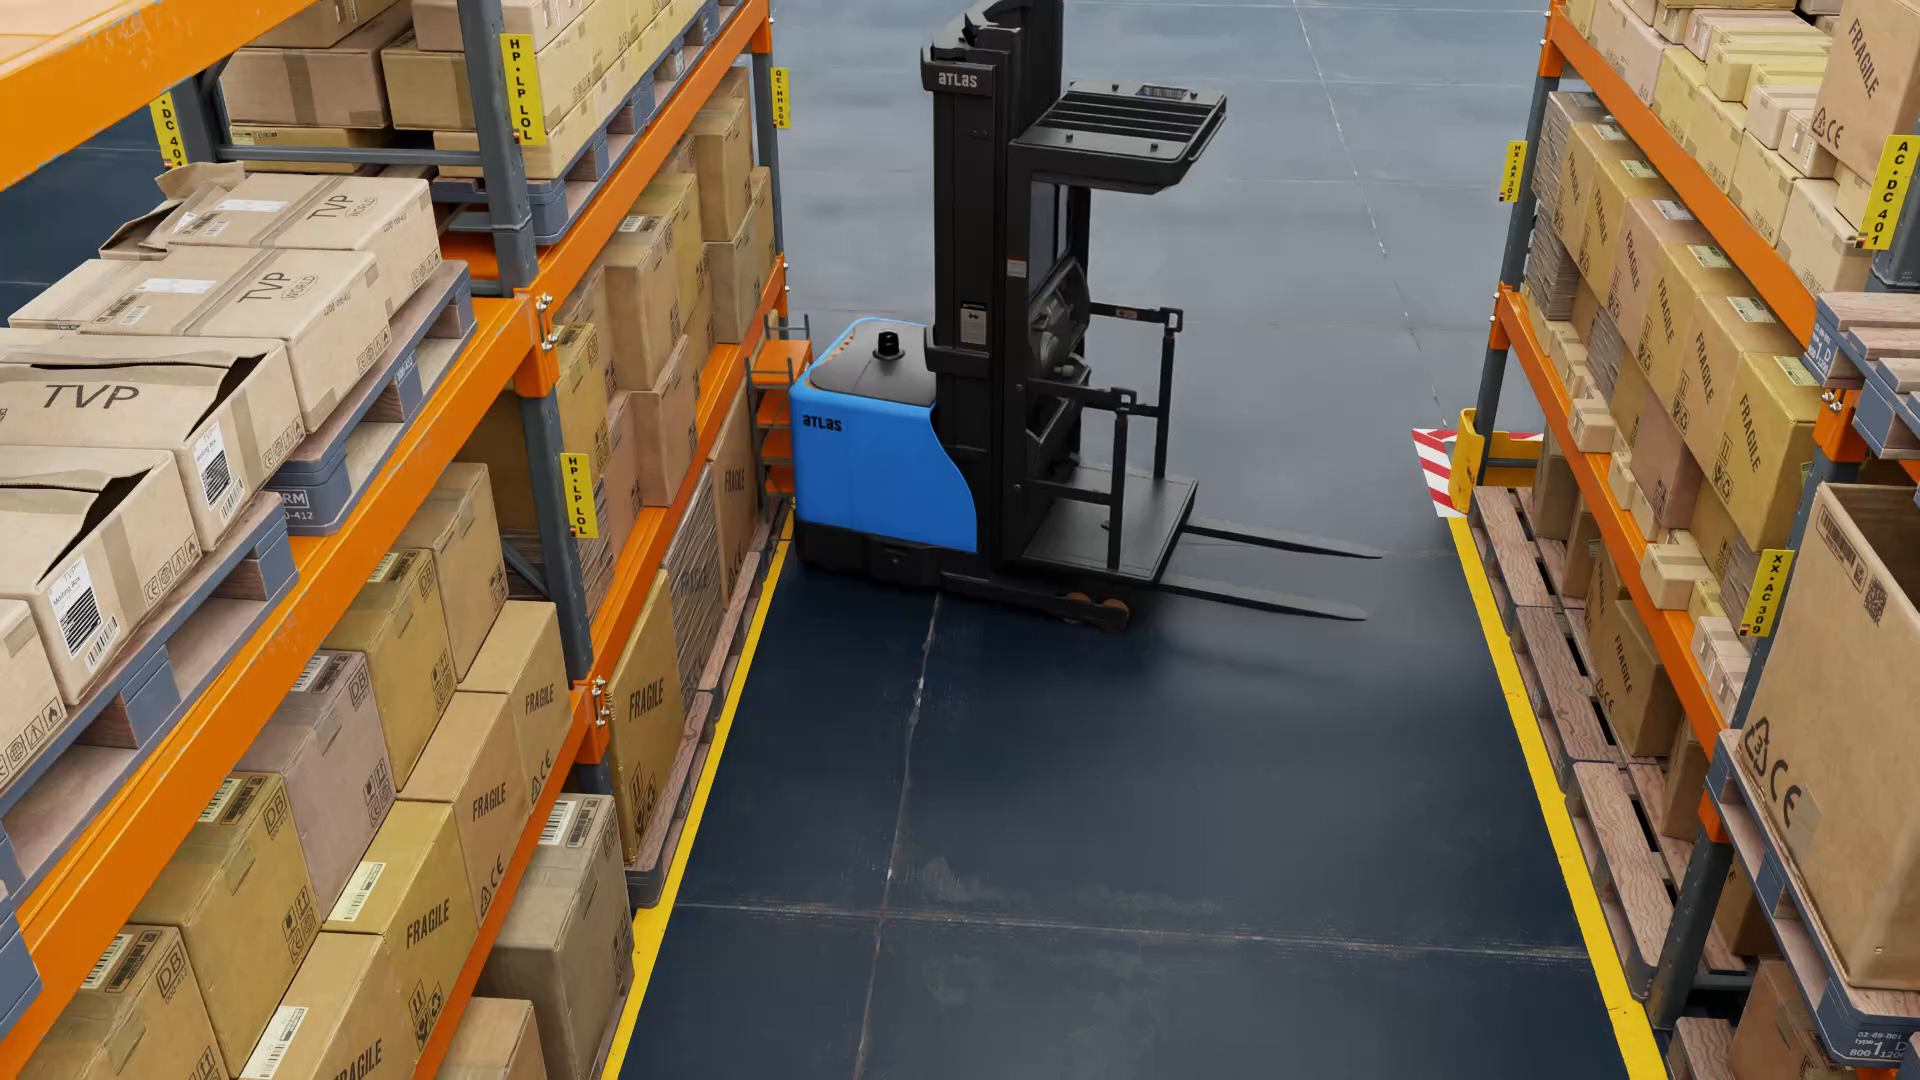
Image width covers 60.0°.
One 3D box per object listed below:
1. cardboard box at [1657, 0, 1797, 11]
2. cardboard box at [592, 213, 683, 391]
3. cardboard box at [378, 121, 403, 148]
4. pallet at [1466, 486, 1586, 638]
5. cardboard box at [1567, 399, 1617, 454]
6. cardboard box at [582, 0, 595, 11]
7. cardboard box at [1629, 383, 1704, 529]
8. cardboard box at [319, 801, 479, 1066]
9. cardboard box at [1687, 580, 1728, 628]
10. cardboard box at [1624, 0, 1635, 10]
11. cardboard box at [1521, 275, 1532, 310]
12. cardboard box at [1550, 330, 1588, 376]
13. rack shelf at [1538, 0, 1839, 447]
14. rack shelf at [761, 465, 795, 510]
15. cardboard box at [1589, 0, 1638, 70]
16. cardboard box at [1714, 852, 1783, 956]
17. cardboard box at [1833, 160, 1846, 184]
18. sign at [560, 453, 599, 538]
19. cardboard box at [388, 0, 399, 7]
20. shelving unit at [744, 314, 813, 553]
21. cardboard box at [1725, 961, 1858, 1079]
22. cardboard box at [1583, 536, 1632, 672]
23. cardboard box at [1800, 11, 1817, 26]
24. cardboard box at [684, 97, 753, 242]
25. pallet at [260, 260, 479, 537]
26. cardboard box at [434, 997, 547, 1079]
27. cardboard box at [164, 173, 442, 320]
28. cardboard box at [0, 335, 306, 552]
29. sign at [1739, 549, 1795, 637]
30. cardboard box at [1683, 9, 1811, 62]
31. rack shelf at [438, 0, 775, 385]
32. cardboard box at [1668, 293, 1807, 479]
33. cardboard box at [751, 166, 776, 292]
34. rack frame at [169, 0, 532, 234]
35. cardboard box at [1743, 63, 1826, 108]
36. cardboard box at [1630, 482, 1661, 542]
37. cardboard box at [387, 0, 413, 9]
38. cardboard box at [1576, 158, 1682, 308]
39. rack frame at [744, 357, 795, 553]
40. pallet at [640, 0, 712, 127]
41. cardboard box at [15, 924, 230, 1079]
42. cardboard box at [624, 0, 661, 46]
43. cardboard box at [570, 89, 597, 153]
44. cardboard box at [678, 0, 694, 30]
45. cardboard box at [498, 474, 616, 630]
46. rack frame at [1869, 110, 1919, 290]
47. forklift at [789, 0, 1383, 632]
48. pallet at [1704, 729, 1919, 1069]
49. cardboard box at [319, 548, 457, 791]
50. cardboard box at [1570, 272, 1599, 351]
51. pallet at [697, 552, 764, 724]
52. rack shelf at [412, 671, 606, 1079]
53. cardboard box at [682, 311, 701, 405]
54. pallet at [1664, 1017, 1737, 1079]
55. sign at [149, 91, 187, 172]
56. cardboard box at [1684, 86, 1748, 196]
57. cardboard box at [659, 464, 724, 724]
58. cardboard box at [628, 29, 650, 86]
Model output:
[{"bbox_3d":[3.044,-2.427,6.615,0.500,0.500,0.500,2,32,4],"label":"cardboard box"},{"bbox_3d":[-1.652,-0.990,6.825,0.875,0.550,0.550,2,32,4],"label":"cardboard box"},{"bbox_3d":[-2.095,-1.433,5.601,0.380,0.149,0.250,3,32,5],"label":"cardboard box"},{"bbox_3d":[3.327,0.117,8.859,1.003,0.211,1.213,2,32,4],"label":"pallet"},{"bbox_3d":[2.955,-0.507,7.453,0.380,0.149,0.250,2,32,4],"label":"cardboard box"},{"bbox_3d":[-1.418,-1.878,5.564,0.380,0.149,0.250,2,32,4],"label":"cardboard box"},{"bbox_3d":[3.223,-0.369,6.611,0.875,0.500,0.500,2,32,4],"label":"cardboard box"},{"bbox_3d":[-1.685,1.064,4.569,0.500,0.500,0.500,3,32,5],"label":"cardboard box"},{"bbox_3d":[2.943,0.282,6.172,0.380,0.149,0.250,2,32,4],"label":"cardboard box"},{"bbox_3d":[3.073,-2.373,7.146,0.380,0.149,0.250,4,32,6],"label":"cardboard box"},{"bbox_3d":[3.173,-1.287,8.719,0.380,0.149,0.250,2,32,4],"label":"cardboard box"},{"bbox_3d":[3.099,-0.895,8.083,0.380,0.149,0.250,2,32,4],"label":"cardboard box"},{"bbox_3d":[3.271,-1.458,6.583,1.077,0.370,4.000,2,32,4],"label":"rack shelf"},{"bbox_3d":[-0.913,-0.345,9.117,0.258,0.148,0.480,1,34,6],"label":"rack shelf"},{"bbox_3d":[3.102,-2.235,7.302,0.500,0.250,0.500,2,32,3],"label":"cardboard box"},{"bbox_3d":[3.181,1.237,6.367,0.500,0.500,0.500,2,32,2],"label":"cardboard box"},{"bbox_3d":[2.960,-1.142,5.148,0.380,0.149,0.250,3,32,5],"label":"cardboard box"},{"bbox_3d":[-1.285,-0.147,5.601,0.100,0.325,0.005,2,32,4],"label":"sign"},{"bbox_3d":[-2.073,-1.905,5.607,0.380,0.149,0.250,2,32,4],"label":"cardboard box"},{"bbox_3d":[-0.925,-0.565,8.968,0.258,1.200,0.503,1,34,6],"label":"shelving unit"},{"bbox_3d":[3.037,1.756,5.505,0.700,0.500,0.500,0,32,0],"label":"cardboard box"},{"bbox_3d":[3.282,0.319,7.856,0.500,0.500,0.500,5,32,9],"label":"cardboard box"},{"bbox_3d":[3.610,-2.077,6.665,0.380,0.149,0.250,1,32,2],"label":"cardboard box"},{"bbox_3d":[-1.523,-1.837,8.200,0.875,0.550,0.550,2,32,4],"label":"cardboard box"},{"bbox_3d":[-1.852,-0.420,4.396,0.805,0.209,1.217,1,32,2],"label":"pallet"},{"bbox_3d":[-1.870,1.906,5.043,1.050,0.750,0.750,2,32,4],"label":"cardboard box"},{"bbox_3d":[-1.725,-0.764,4.419,0.500,0.250,0.500,3,32,5],"label":"cardboard box"},{"bbox_3d":[-1.750,-0.240,3.511,0.500,0.311,0.500,1,32,2],"label":"cardboard box"},{"bbox_3d":[2.567,0.171,5.288,0.100,0.325,0.005,2,32,4],"label":"sign"},{"bbox_3d":[3.068,-1.971,6.492,0.380,0.149,0.250,2,32,3],"label":"cardboard box"},{"bbox_3d":[-1.664,-1.723,7.013,1.077,0.370,4.000,2,32,4],"label":"rack shelf"},{"bbox_3d":[2.910,-0.545,5.943,0.500,0.500,0.500,2,32,4],"label":"cardboard box"},{"bbox_3d":[-1.486,-1.665,8.950,0.875,0.550,0.550,2,32,4],"label":"cardboard box"},{"bbox_3d":[-1.827,-2.260,4.340,1.000,3.000,0.127,2,32,4],"label":"rack frame"},{"bbox_3d":[2.985,-1.554,5.817,0.380,0.149,0.250,4,32,6],"label":"cardboard box"},{"bbox_3d":[2.984,-0.111,6.810,0.380,0.149,0.250,2,32,4],"label":"cardboard box"},{"bbox_3d":[-2.001,-1.800,5.816,0.500,0.250,0.500,2,32,4],"label":"cardboard box"},{"bbox_3d":[3.031,-1.329,7.216,0.500,0.500,0.500,2,32,4],"label":"cardboard box"},{"bbox_3d":[-0.949,-0.428,8.768,0.240,1.200,0.015,1,34,6],"label":"rack frame"},{"bbox_3d":[-1.648,-2.009,6.876,1.003,0.211,1.213,2,32,4],"label":"pallet"},{"bbox_3d":[-2.026,1.150,3.476,0.700,0.500,0.500,2,32,3],"label":"cardboard box"},{"bbox_3d":[-1.428,-2.039,6.204,0.500,0.250,0.500,2,32,3],"label":"cardboard box"},{"bbox_3d":[-1.439,-1.409,5.562,0.380,0.149,0.250,3,32,4],"label":"cardboard box"},{"bbox_3d":[-1.315,-2.203,6.851,0.380,0.149,0.250,3,32,5],"label":"cardboard box"},{"bbox_3d":[-1.809,0.037,6.188,0.875,0.550,0.550,2,32,4],"label":"cardboard box"},{"bbox_3d":[3.109,-1.995,3.910,1.000,3.000,0.127,2,32,4],"label":"rack frame"},{"bbox_3d":[0.681,-1.092,8.228,3.031,2.935,1.130,10,33,16],"label":"forklift"},{"bbox_3d":[2.901,1.034,4.896,1.003,0.211,1.213,2,32,4],"label":"pallet"},{"bbox_3d":[-1.901,0.355,4.767,0.700,0.500,0.500,2,32,3],"label":"cardboard box"},{"bbox_3d":[3.441,-1.149,7.877,0.875,0.500,0.500,2,32,4],"label":"cardboard box"},{"bbox_3d":[-1.590,0.447,8.323,1.003,0.211,1.213,2,32,4],"label":"pallet"},{"bbox_3d":[-1.989,1.646,4.406,1.077,0.370,4.000,2,32,4],"label":"rack shelf"},{"bbox_3d":[-1.682,-0.811,7.563,0.875,0.550,0.500,2,32,4],"label":"cardboard box"},{"bbox_3d":[3.047,2.153,5.555,1.003,0.211,1.213,2,32,4],"label":"pallet"},{"bbox_3d":[-2.380,-1.260,5.008,0.100,0.325,0.005,2,32,4],"label":"sign"},{"bbox_3d":[2.975,-1.443,6.017,0.500,0.250,0.500,2,32,4],"label":"cardboard box"},{"bbox_3d":[-1.636,0.222,7.655,0.875,0.875,0.875,3,32,4],"label":"cardboard box"},{"bbox_3d":[-1.377,-1.805,6.205,0.380,0.149,0.250,2,32,3],"label":"cardboard box"}]
